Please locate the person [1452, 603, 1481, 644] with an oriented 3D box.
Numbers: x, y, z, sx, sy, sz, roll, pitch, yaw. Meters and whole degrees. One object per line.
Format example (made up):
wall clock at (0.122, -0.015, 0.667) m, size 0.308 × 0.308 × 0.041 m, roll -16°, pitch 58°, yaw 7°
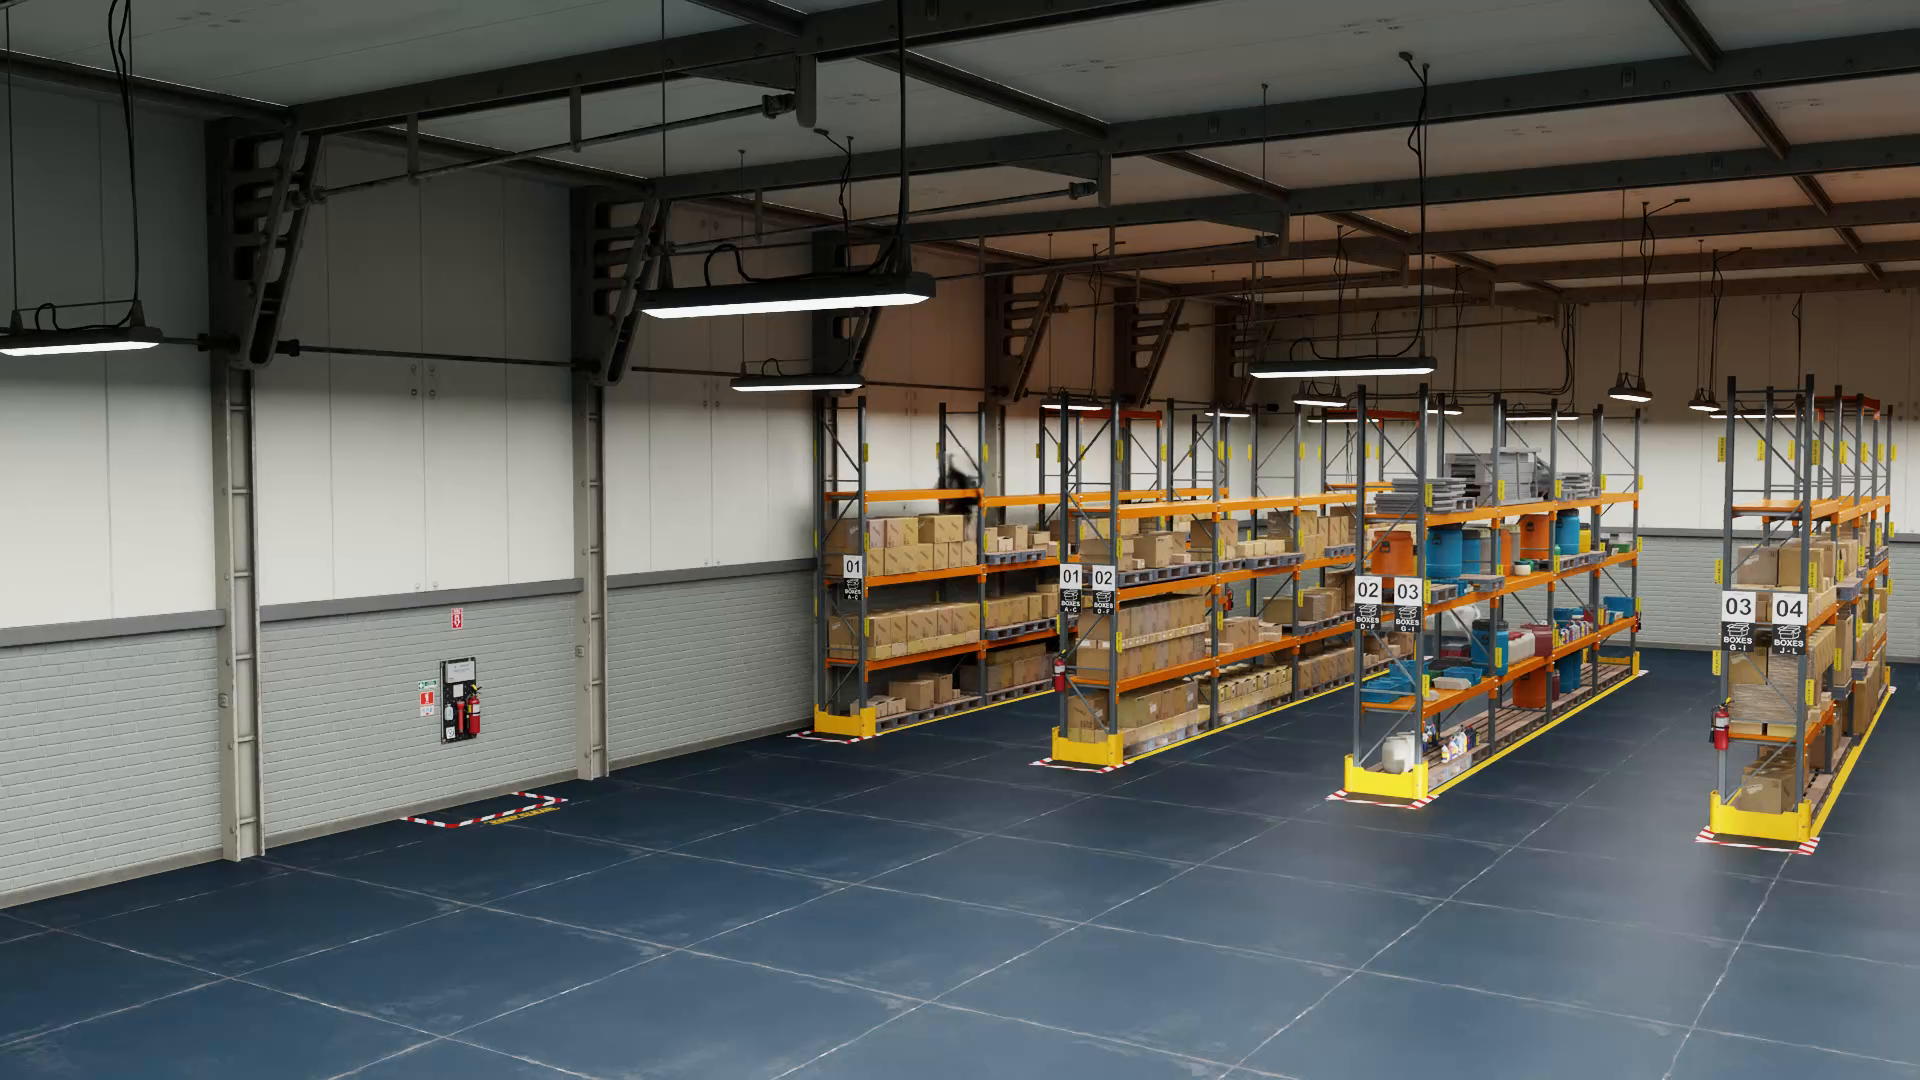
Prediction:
person at (12.187, 2.073, 39.821) m, size 0.674 × 1.693 × 0.866 m, roll -1°, pitch 3°, yaw -13°
